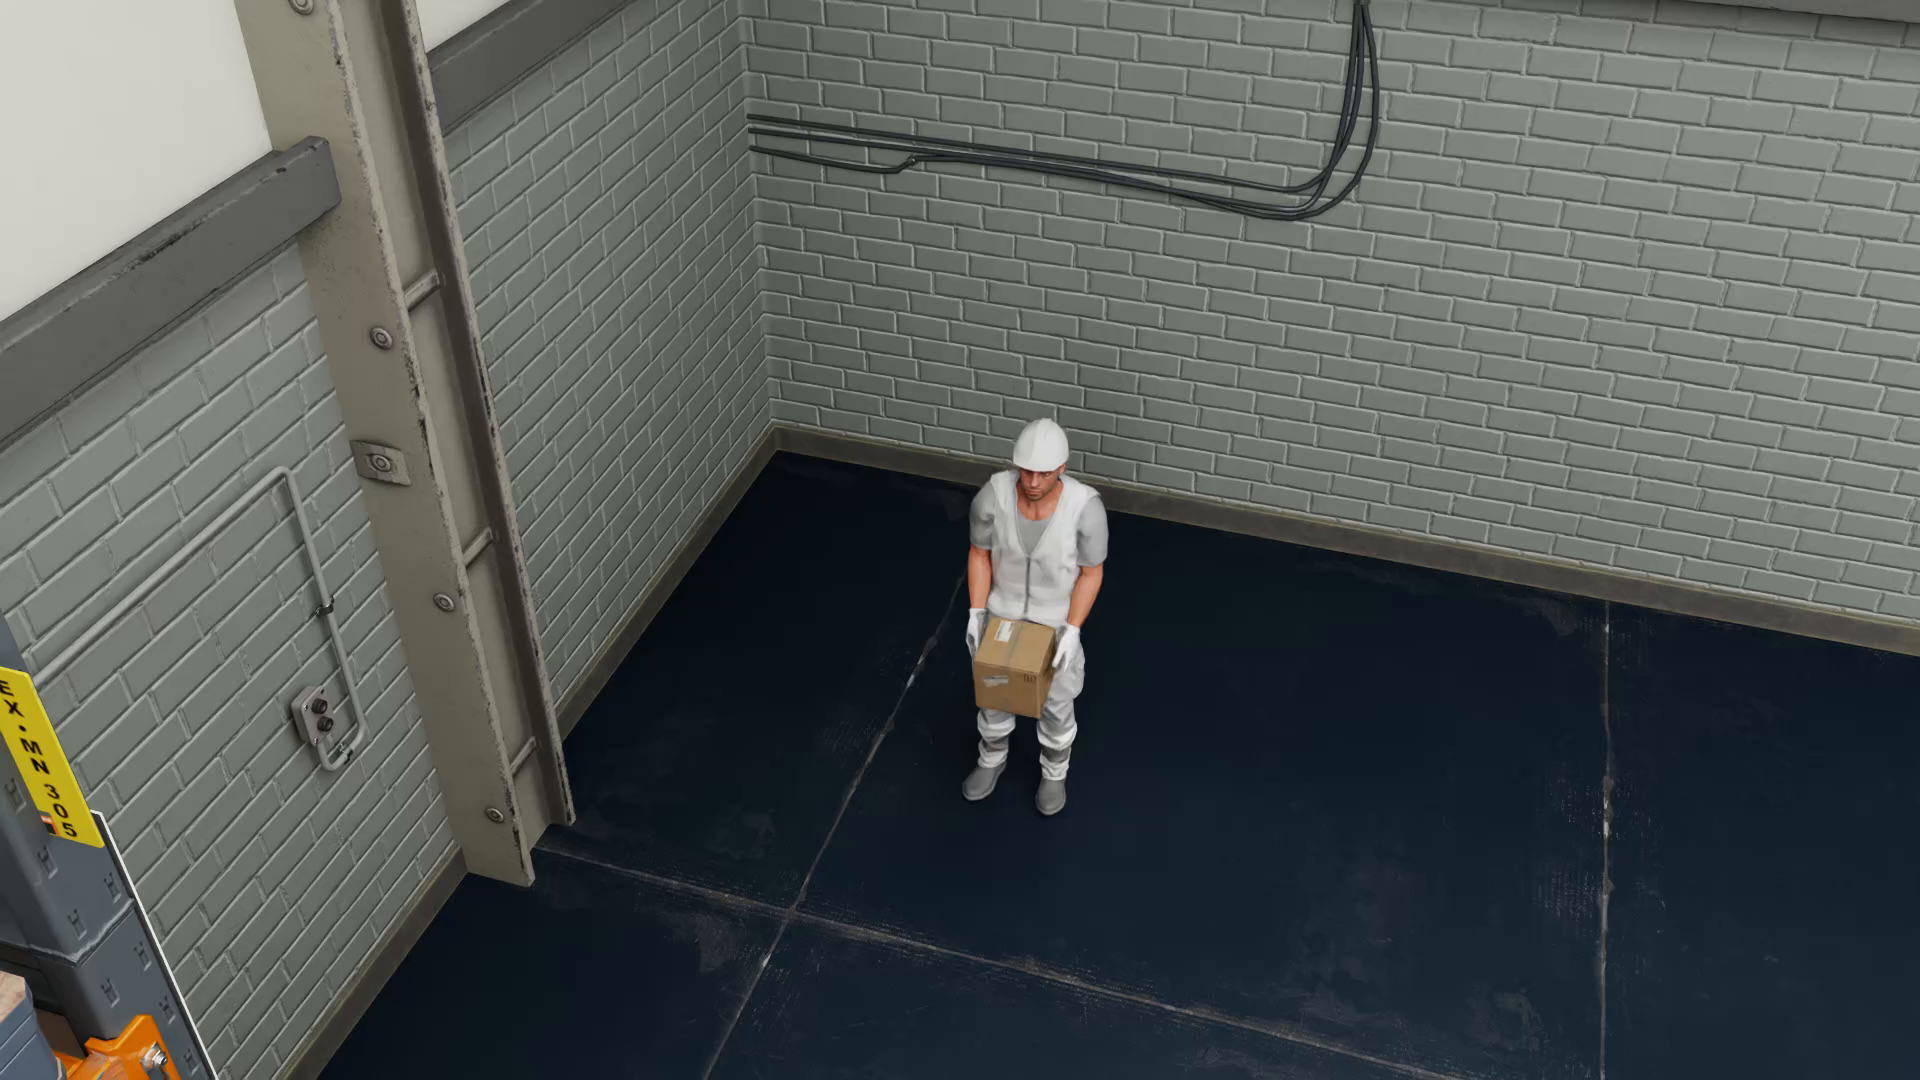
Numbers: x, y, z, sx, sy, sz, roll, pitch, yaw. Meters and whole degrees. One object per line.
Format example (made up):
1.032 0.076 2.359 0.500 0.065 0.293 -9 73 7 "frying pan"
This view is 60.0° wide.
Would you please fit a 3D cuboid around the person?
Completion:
0.276 0.325 6.434 0.533 1.793 0.474 10 38 13 "person"
